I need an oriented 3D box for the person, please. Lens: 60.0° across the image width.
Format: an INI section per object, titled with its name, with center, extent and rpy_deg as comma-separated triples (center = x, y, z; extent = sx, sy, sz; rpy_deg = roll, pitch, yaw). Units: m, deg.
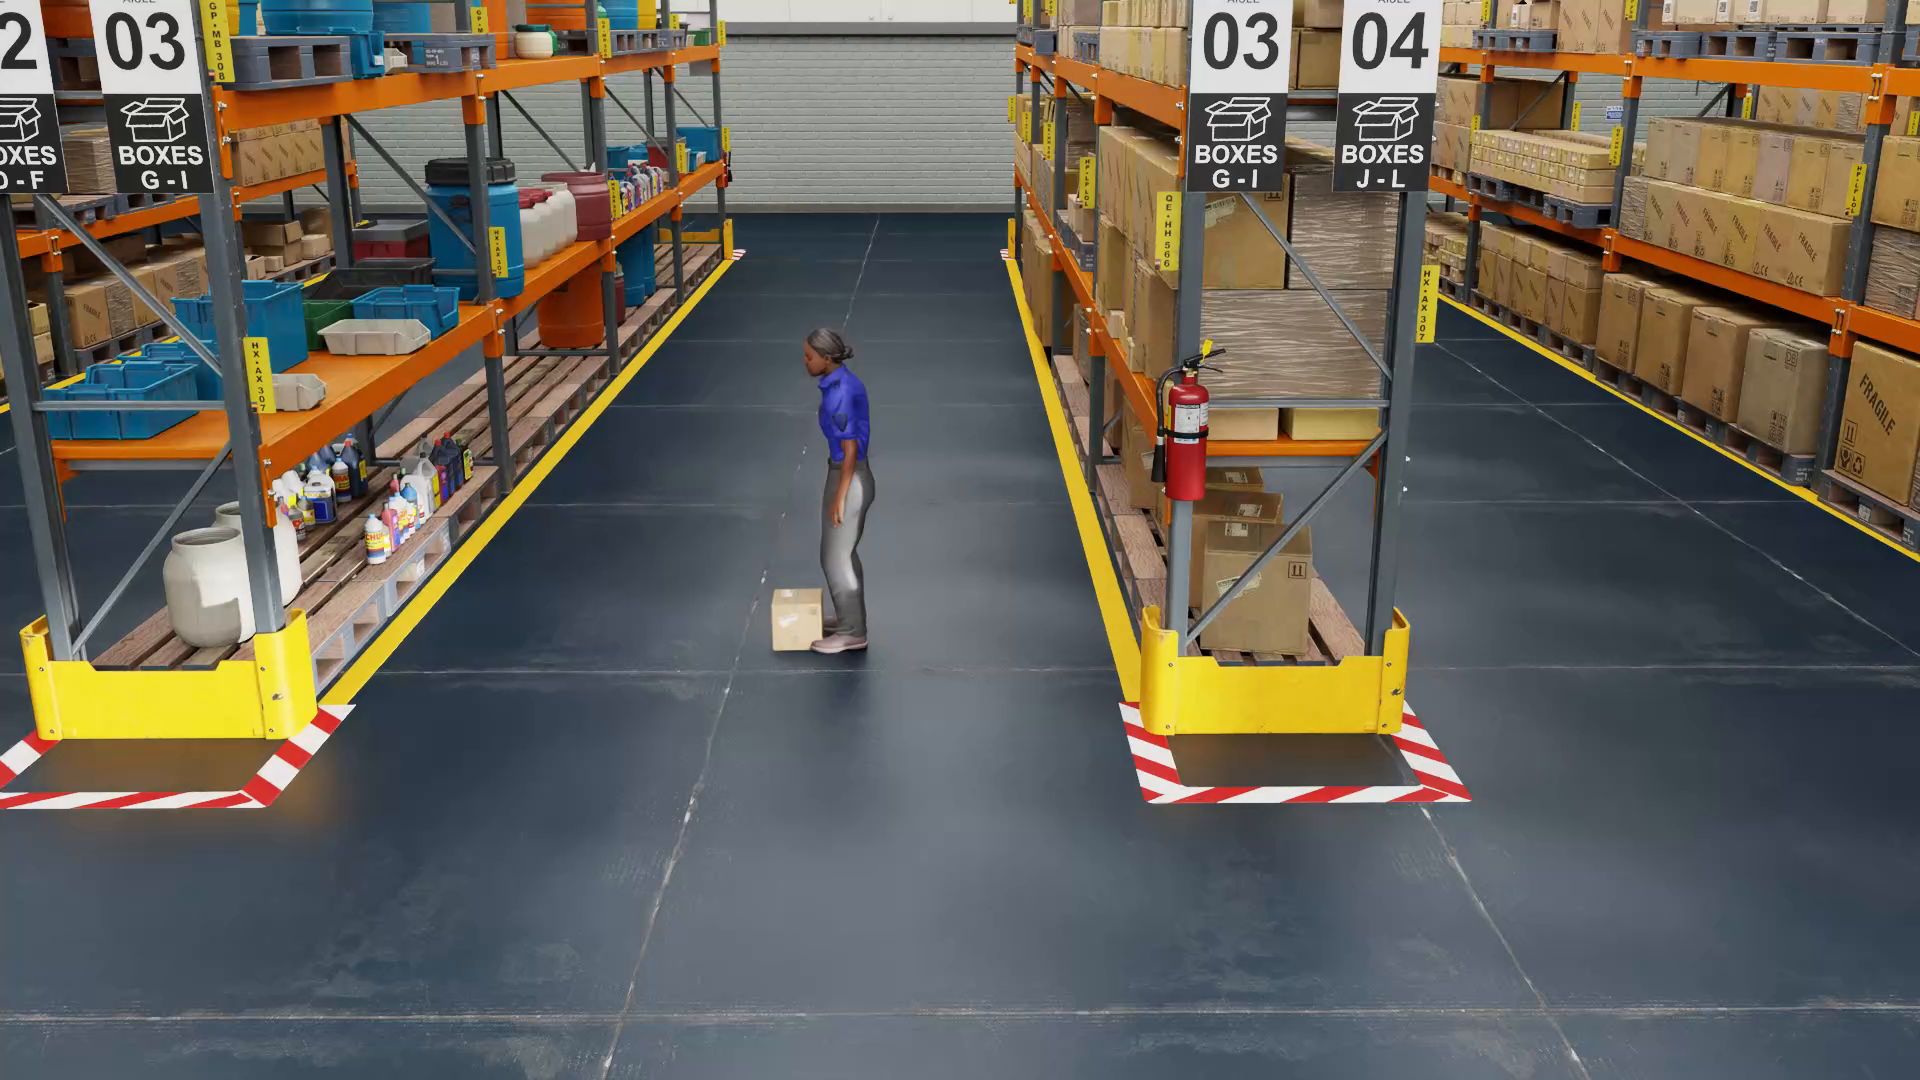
[person]
center = -0.602, -0.265, 8.409
extent = 0.348, 1.653, 0.512
rpy_deg = -1, 17, -3
